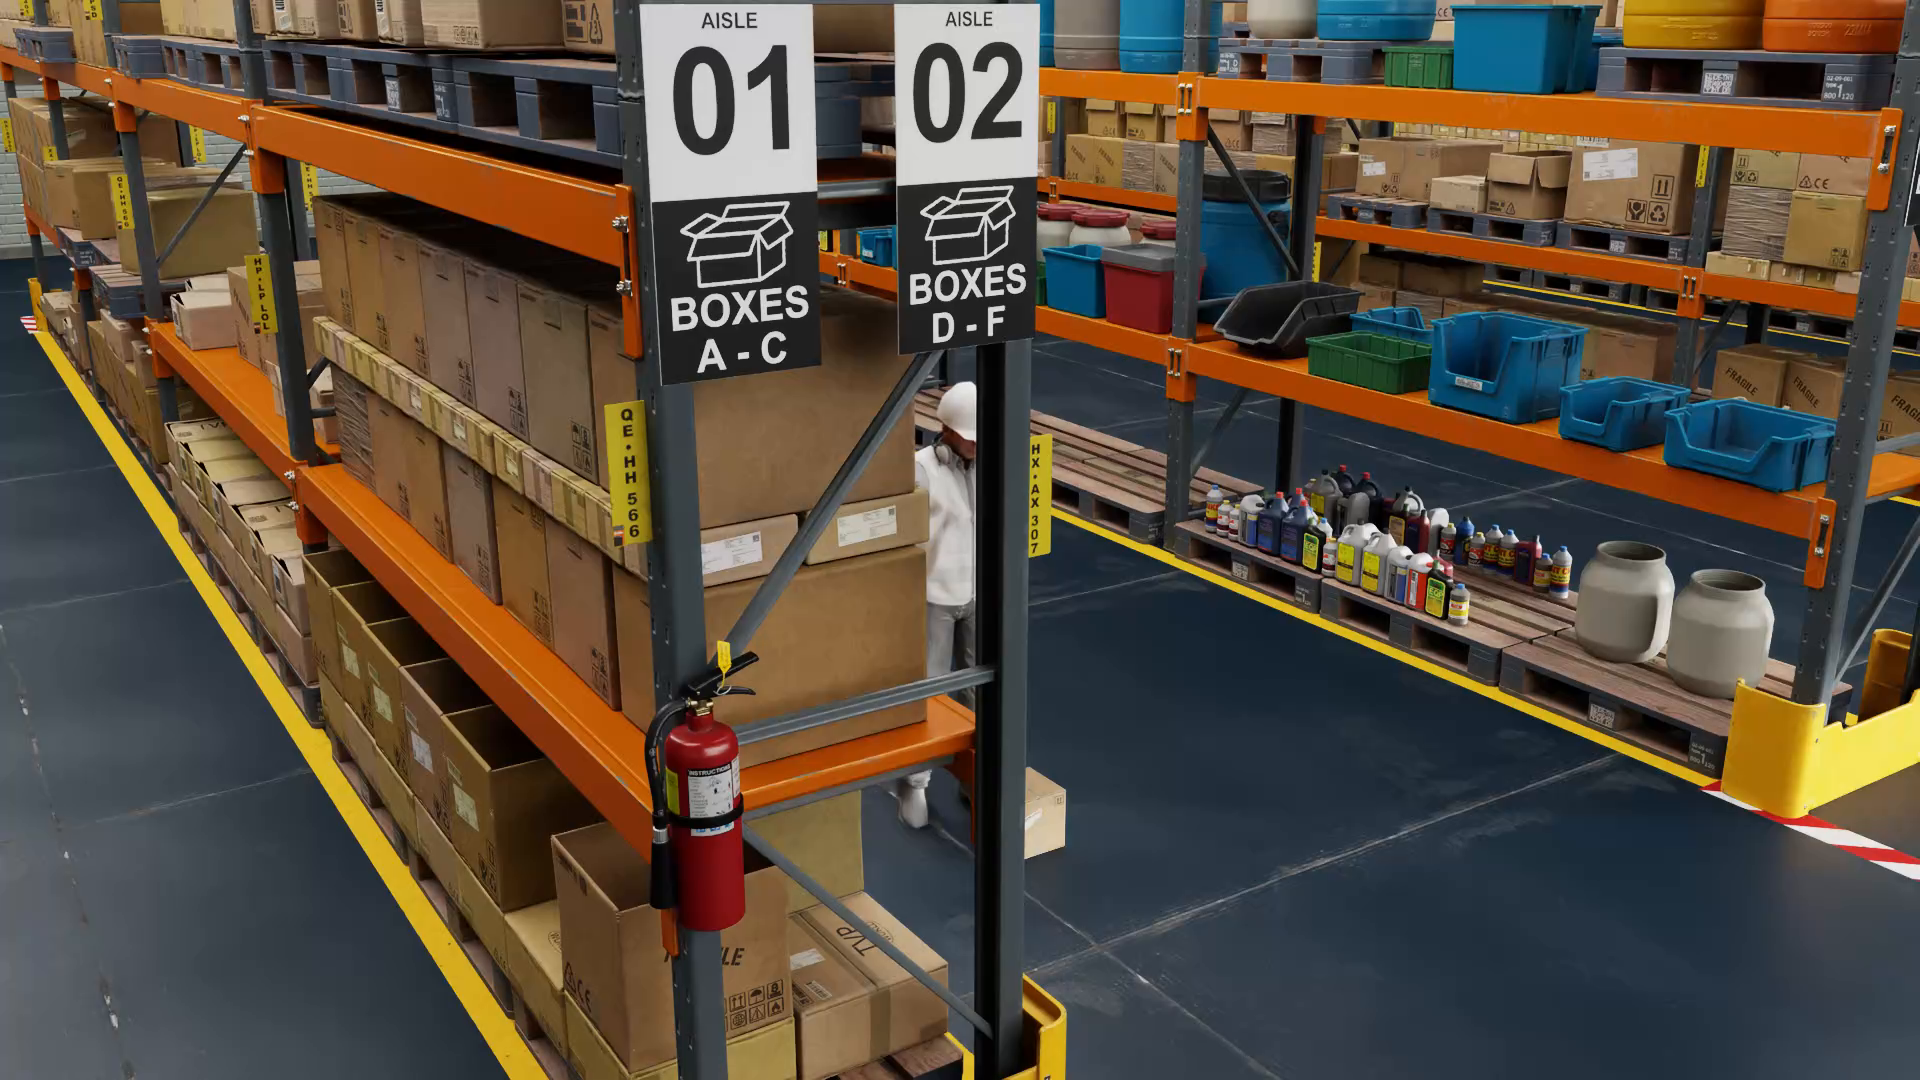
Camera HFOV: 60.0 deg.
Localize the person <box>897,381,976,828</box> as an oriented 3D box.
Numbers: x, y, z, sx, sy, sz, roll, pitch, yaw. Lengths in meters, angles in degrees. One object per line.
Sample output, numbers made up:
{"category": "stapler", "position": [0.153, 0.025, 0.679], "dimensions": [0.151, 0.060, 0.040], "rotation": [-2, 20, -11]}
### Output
{"category": "person", "position": [-0.031, 0.270, 6.702], "dimensions": [0.532, 1.819, 0.471], "rotation": [-9, 20, -27]}
